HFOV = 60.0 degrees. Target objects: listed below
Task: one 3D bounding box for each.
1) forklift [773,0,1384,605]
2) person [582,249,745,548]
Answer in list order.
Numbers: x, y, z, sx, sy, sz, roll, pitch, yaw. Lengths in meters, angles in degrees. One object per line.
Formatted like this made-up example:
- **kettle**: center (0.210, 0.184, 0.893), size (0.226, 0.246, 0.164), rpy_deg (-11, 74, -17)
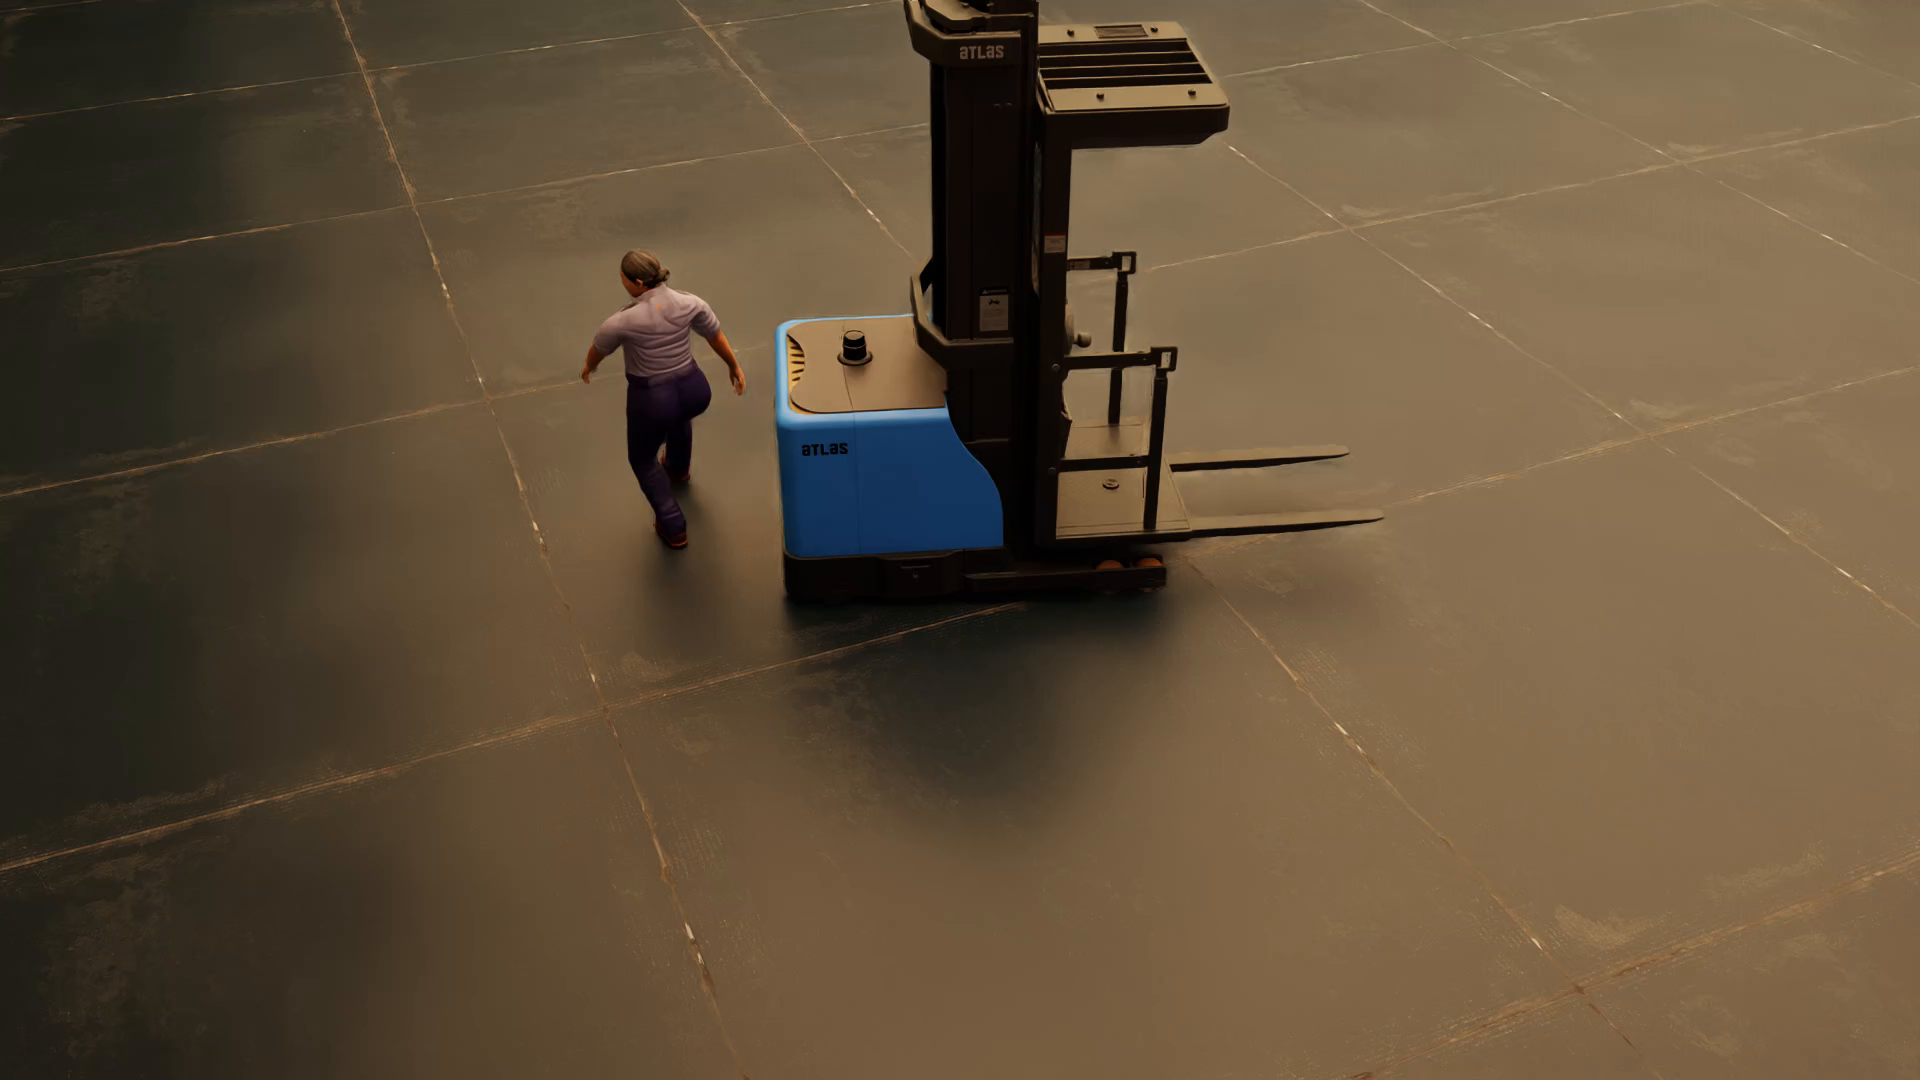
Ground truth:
- **forklift**: center (0.607, -1.231, 7.830), size (3.031, 2.935, 1.130), rpy_deg (-3, 36, -5)
- **person**: center (-1.525, -0.838, 8.465), size (0.723, 1.555, 0.810), rpy_deg (-25, 42, -30)
